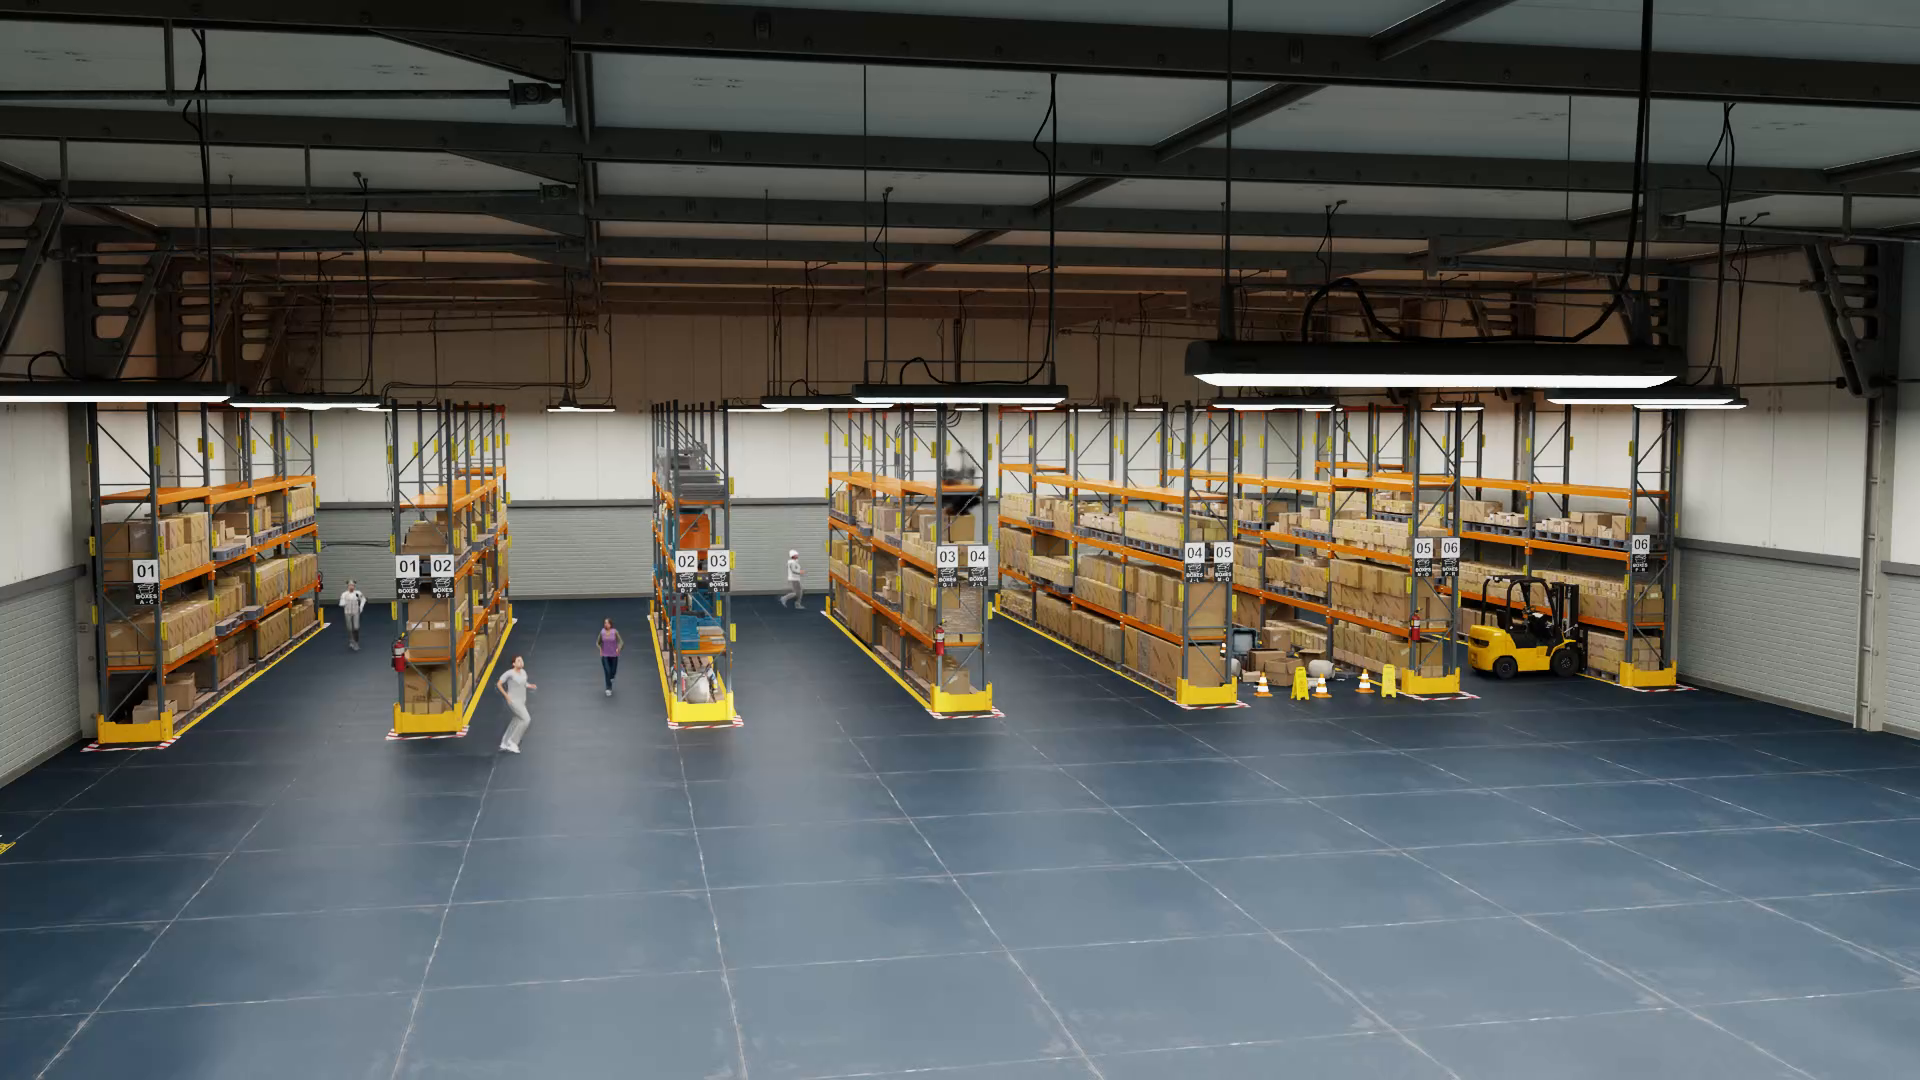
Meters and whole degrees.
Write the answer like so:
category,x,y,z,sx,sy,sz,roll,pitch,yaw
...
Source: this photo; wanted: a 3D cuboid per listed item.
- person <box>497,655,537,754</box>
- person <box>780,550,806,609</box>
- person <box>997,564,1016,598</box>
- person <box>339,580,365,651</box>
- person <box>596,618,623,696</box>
category,x,y,z,sx,sy,sz,roll,pitch,yaw
person,-7.498,2.774,28.226,0.674,1.678,0.540,2,5,20
person,-4.909,1.171,48.783,0.775,1.743,0.665,-1,4,-11
person,1.485,1.073,49.998,0.863,1.840,0.649,-2,5,-28
person,-14.784,1.829,40.464,0.594,1.747,0.712,-1,5,-17
person,-7.196,2.382,34.147,0.542,1.570,0.555,-1,4,-9
